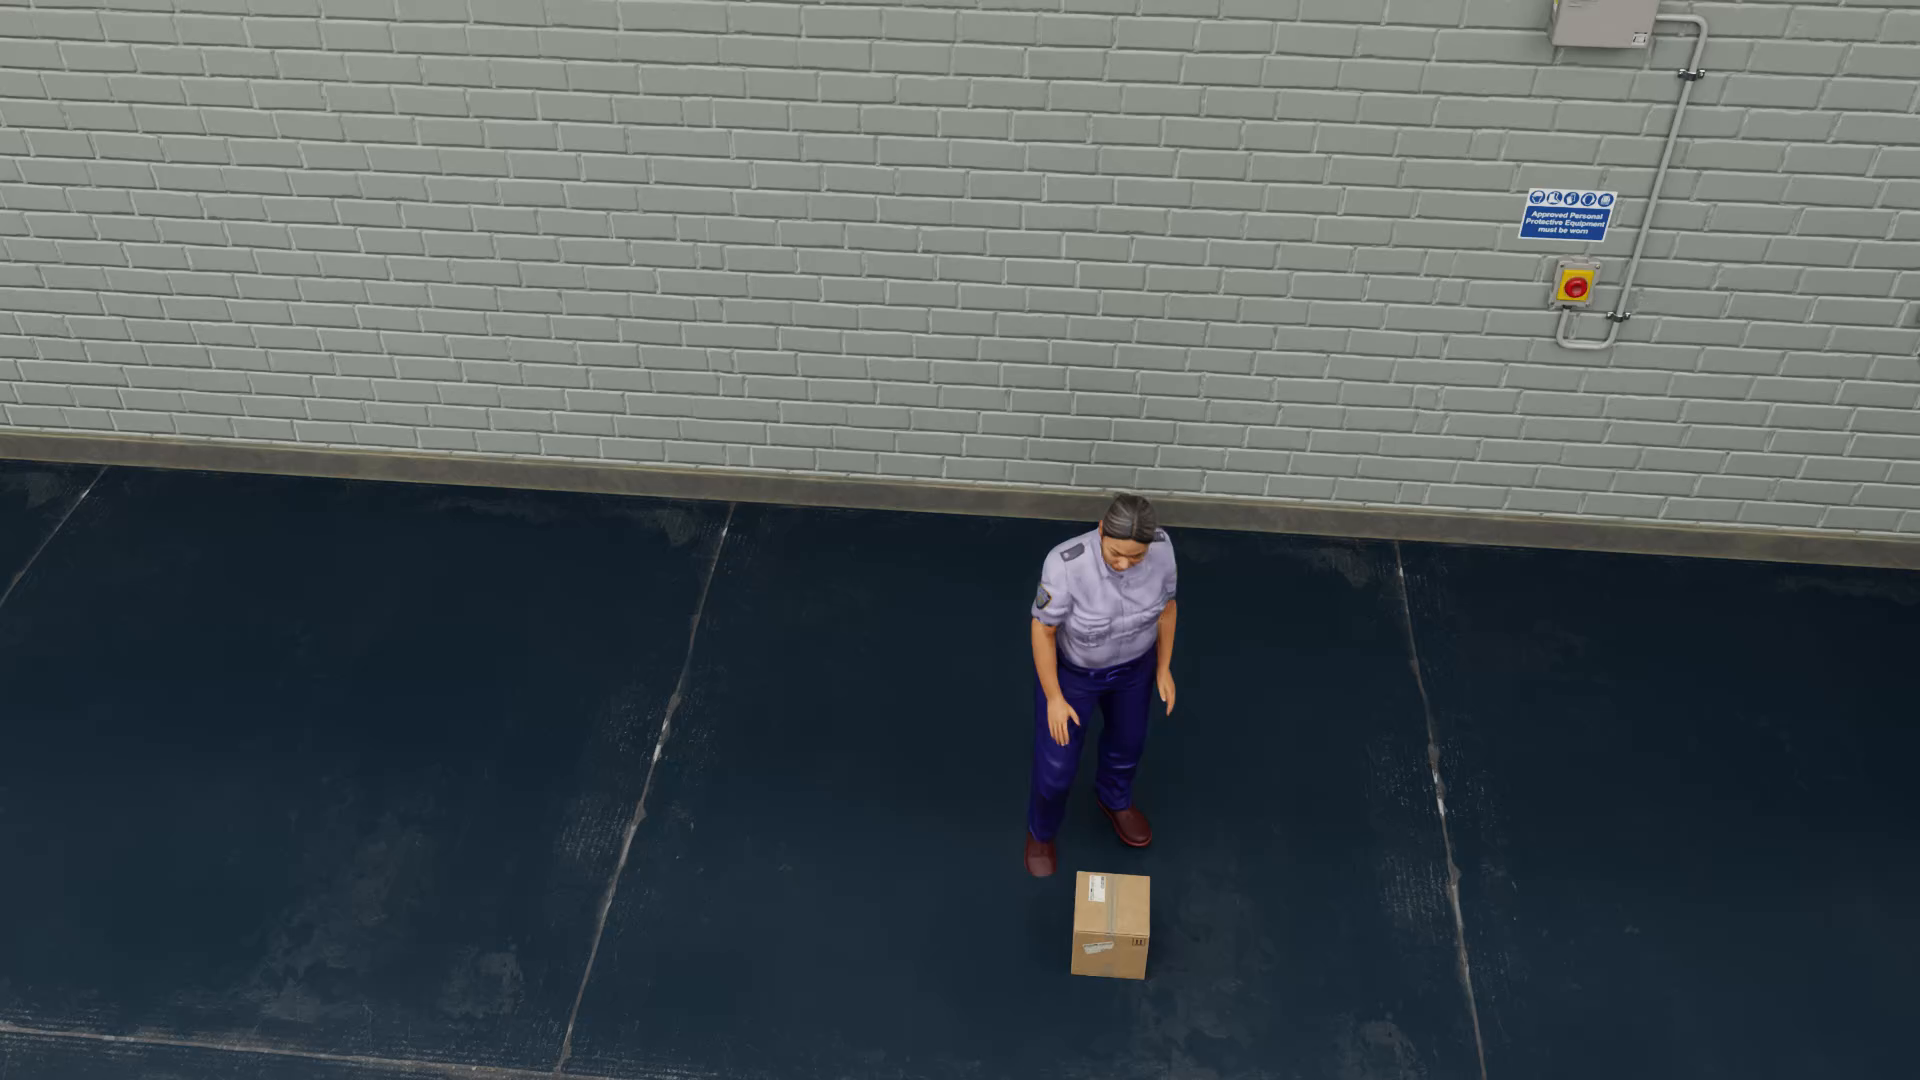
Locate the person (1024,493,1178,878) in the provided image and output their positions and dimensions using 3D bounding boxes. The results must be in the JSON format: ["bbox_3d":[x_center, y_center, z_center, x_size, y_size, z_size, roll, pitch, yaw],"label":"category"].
[{"bbox_3d":[0.464,0.481,5.637,0.536,1.701,0.426,-14,42,-16],"label":"person"}]
